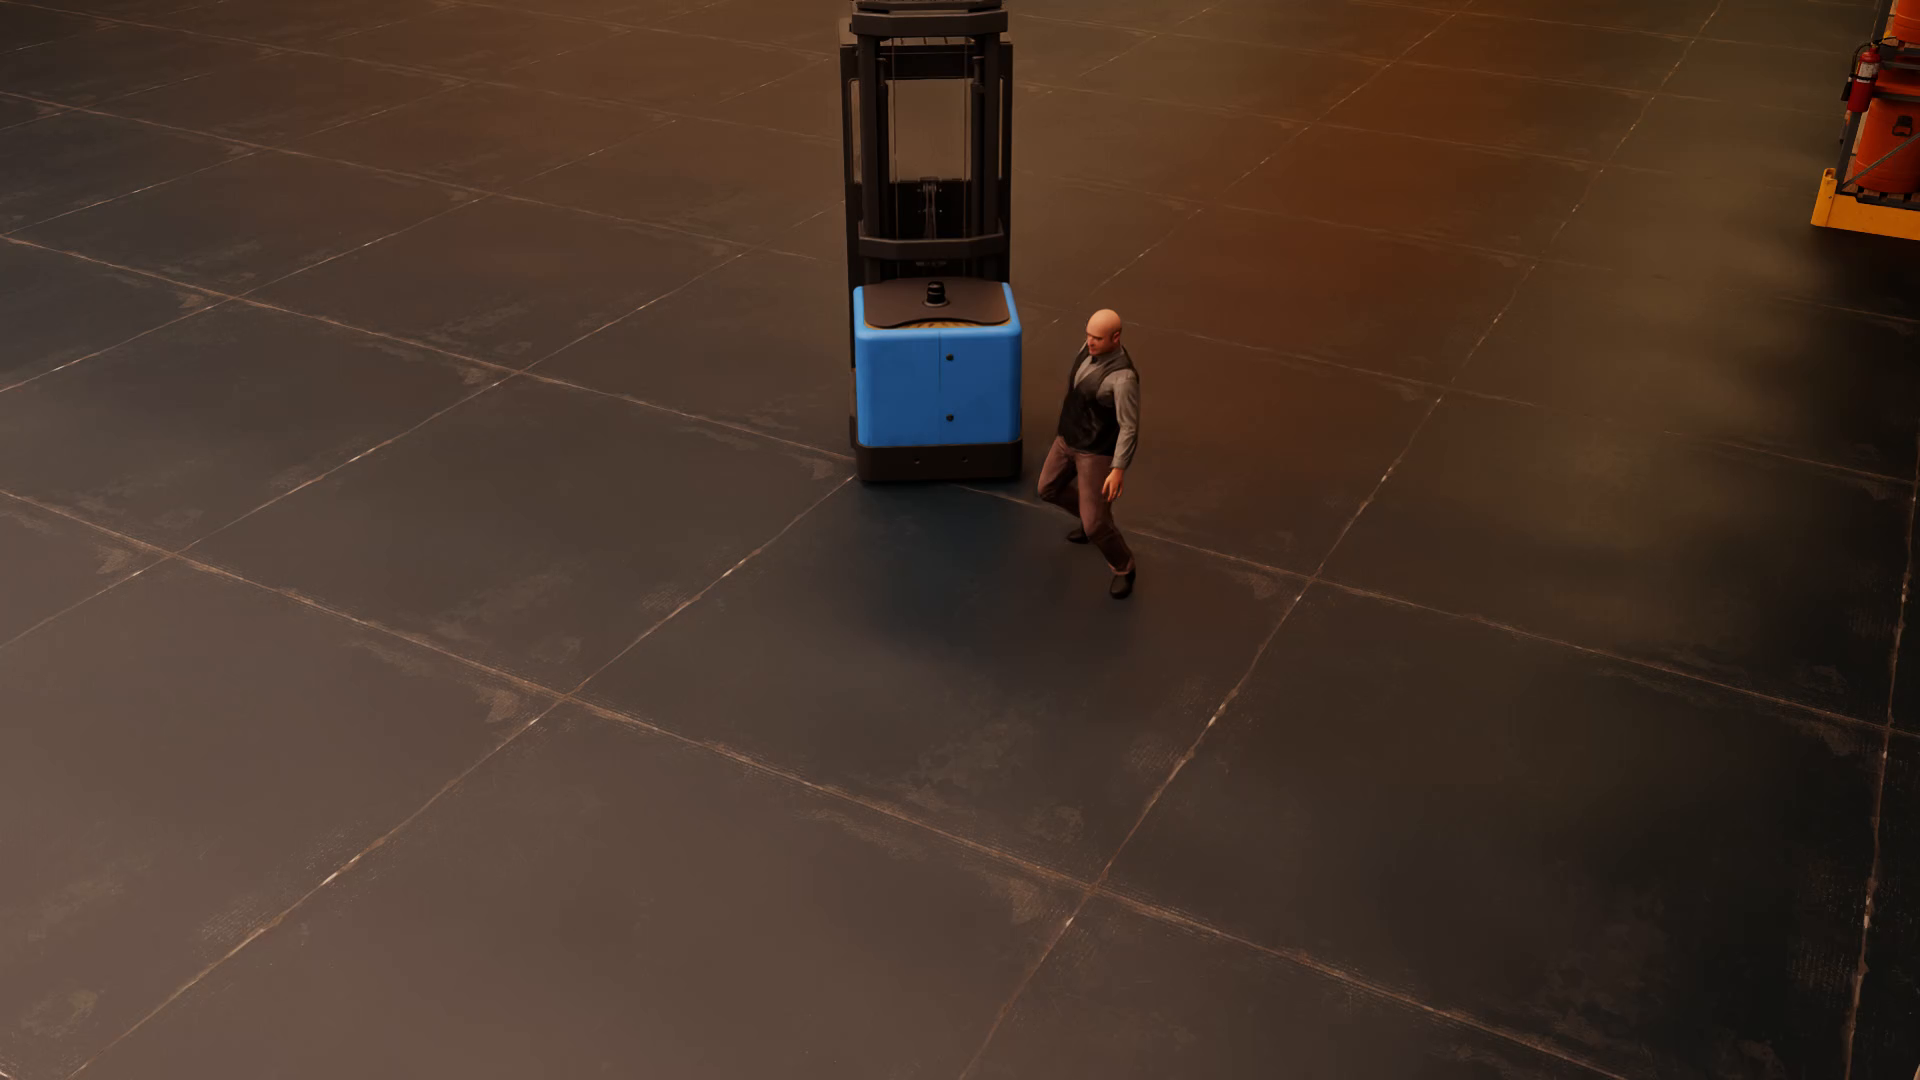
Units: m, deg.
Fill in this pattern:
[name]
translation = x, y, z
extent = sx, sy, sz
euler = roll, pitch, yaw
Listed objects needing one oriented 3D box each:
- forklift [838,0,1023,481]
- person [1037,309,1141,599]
[forklift]
translation = -0.229, -2.347, 11.137
extent = 1.130, 2.935, 3.031
euler = -2, 30, -4
[person]
translation = 0.747, -0.564, 9.359
extent = 0.488, 1.637, 0.882
euler = -10, 31, -17
